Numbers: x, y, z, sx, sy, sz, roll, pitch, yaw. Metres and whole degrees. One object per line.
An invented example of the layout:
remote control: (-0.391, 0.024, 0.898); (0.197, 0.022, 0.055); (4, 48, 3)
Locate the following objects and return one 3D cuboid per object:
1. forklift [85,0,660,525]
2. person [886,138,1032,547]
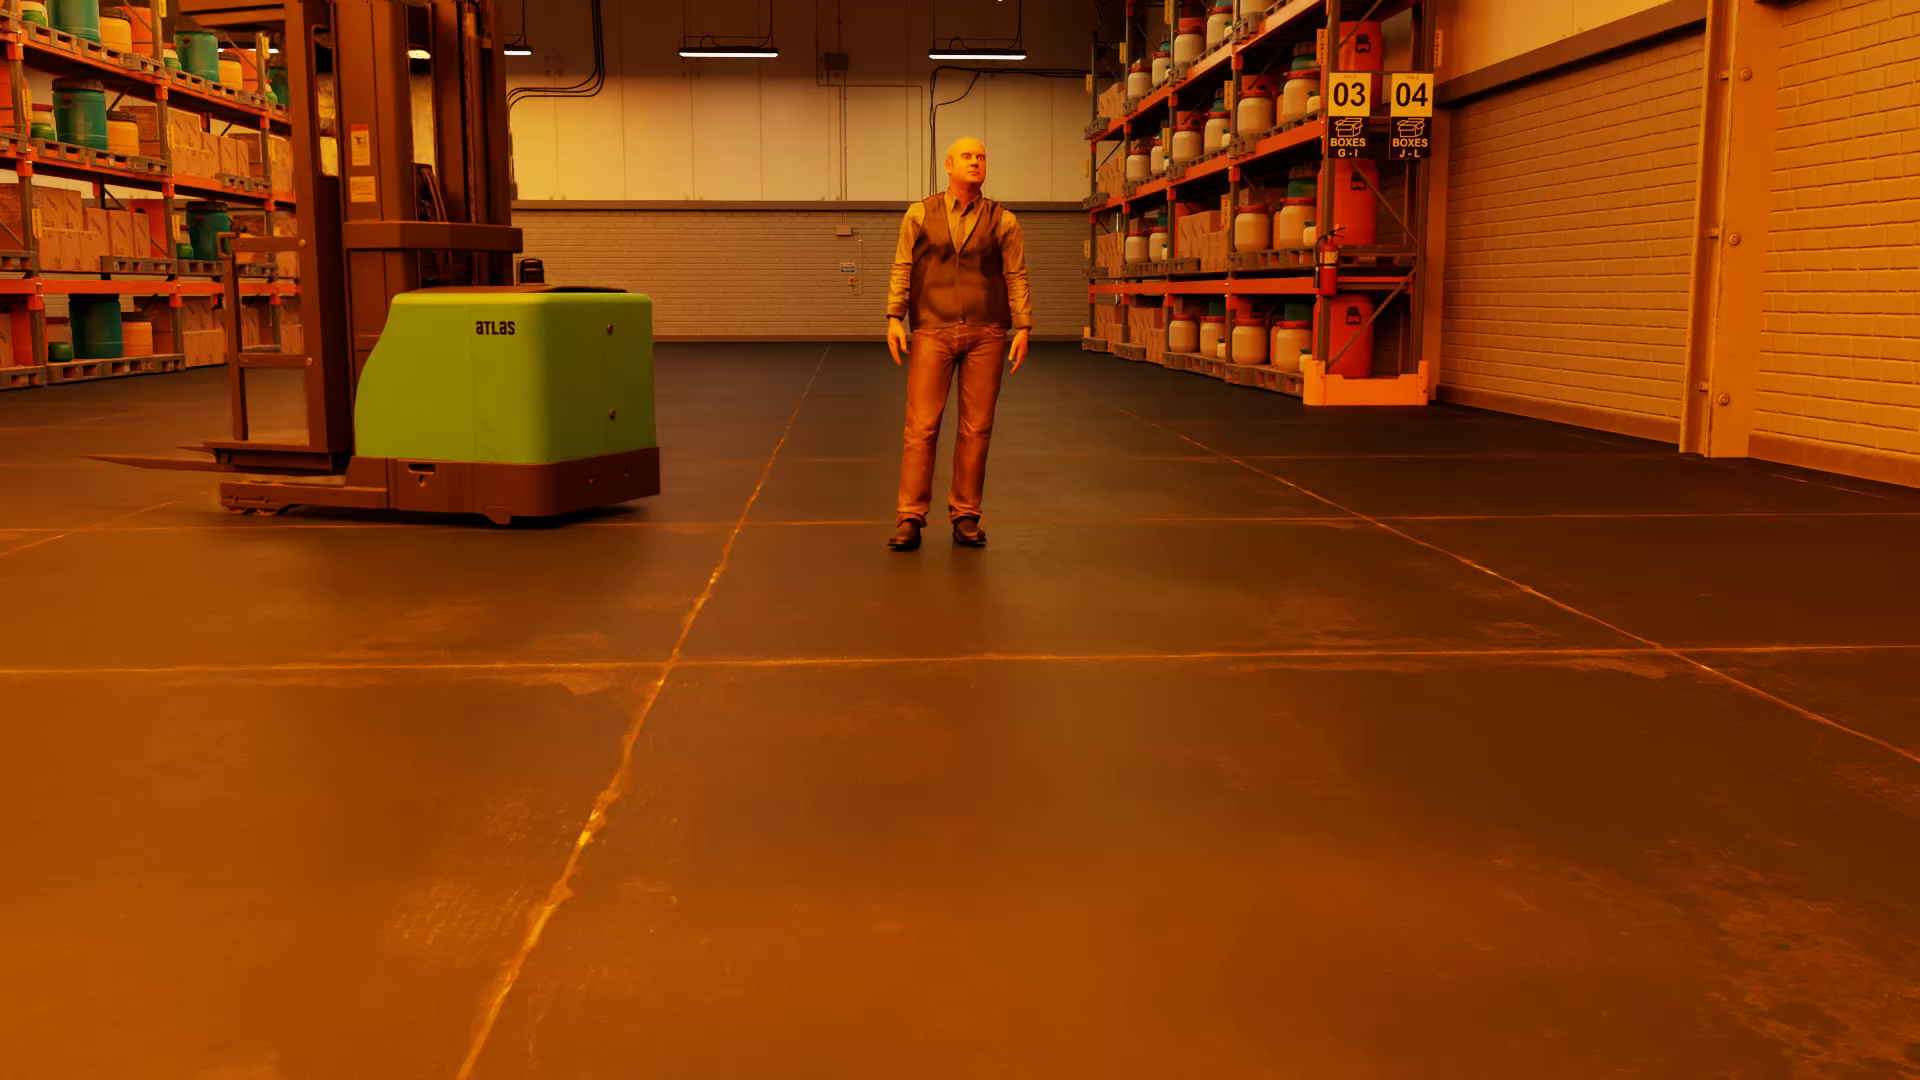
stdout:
forklift: (-3.083, -1.632, 8.323); (3.031, 2.935, 1.130); (3, 9, 22)
person: (-0.003, -0.849, 7.120); (0.633, 1.722, 0.566); (-1, 8, -4)
